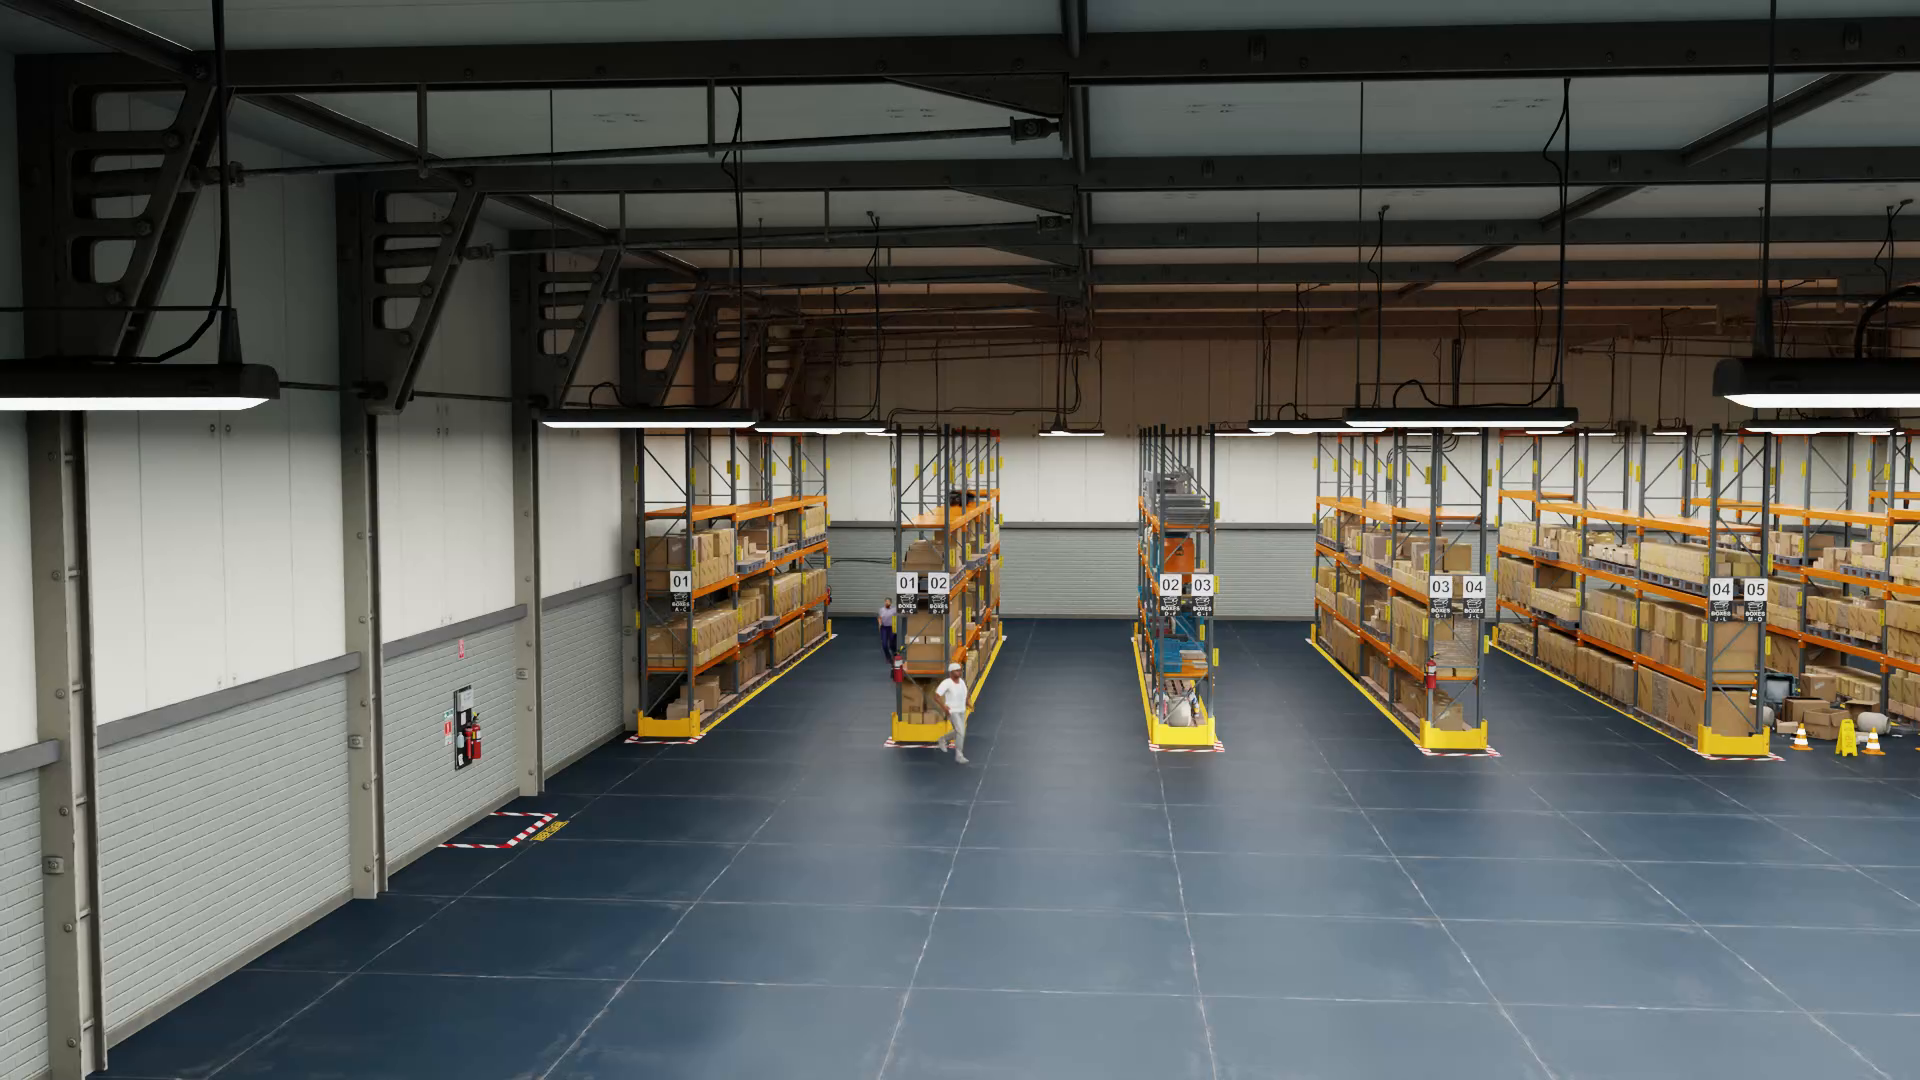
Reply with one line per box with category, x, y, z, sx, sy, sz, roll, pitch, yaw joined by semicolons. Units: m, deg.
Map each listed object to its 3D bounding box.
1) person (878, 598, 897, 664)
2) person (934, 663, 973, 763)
person;-1.733;2.206;40.294;0.586;1.626;0.511;1;4;12
person;-0.135;3.052;29.588;0.817;1.749;0.714;3;5;41
